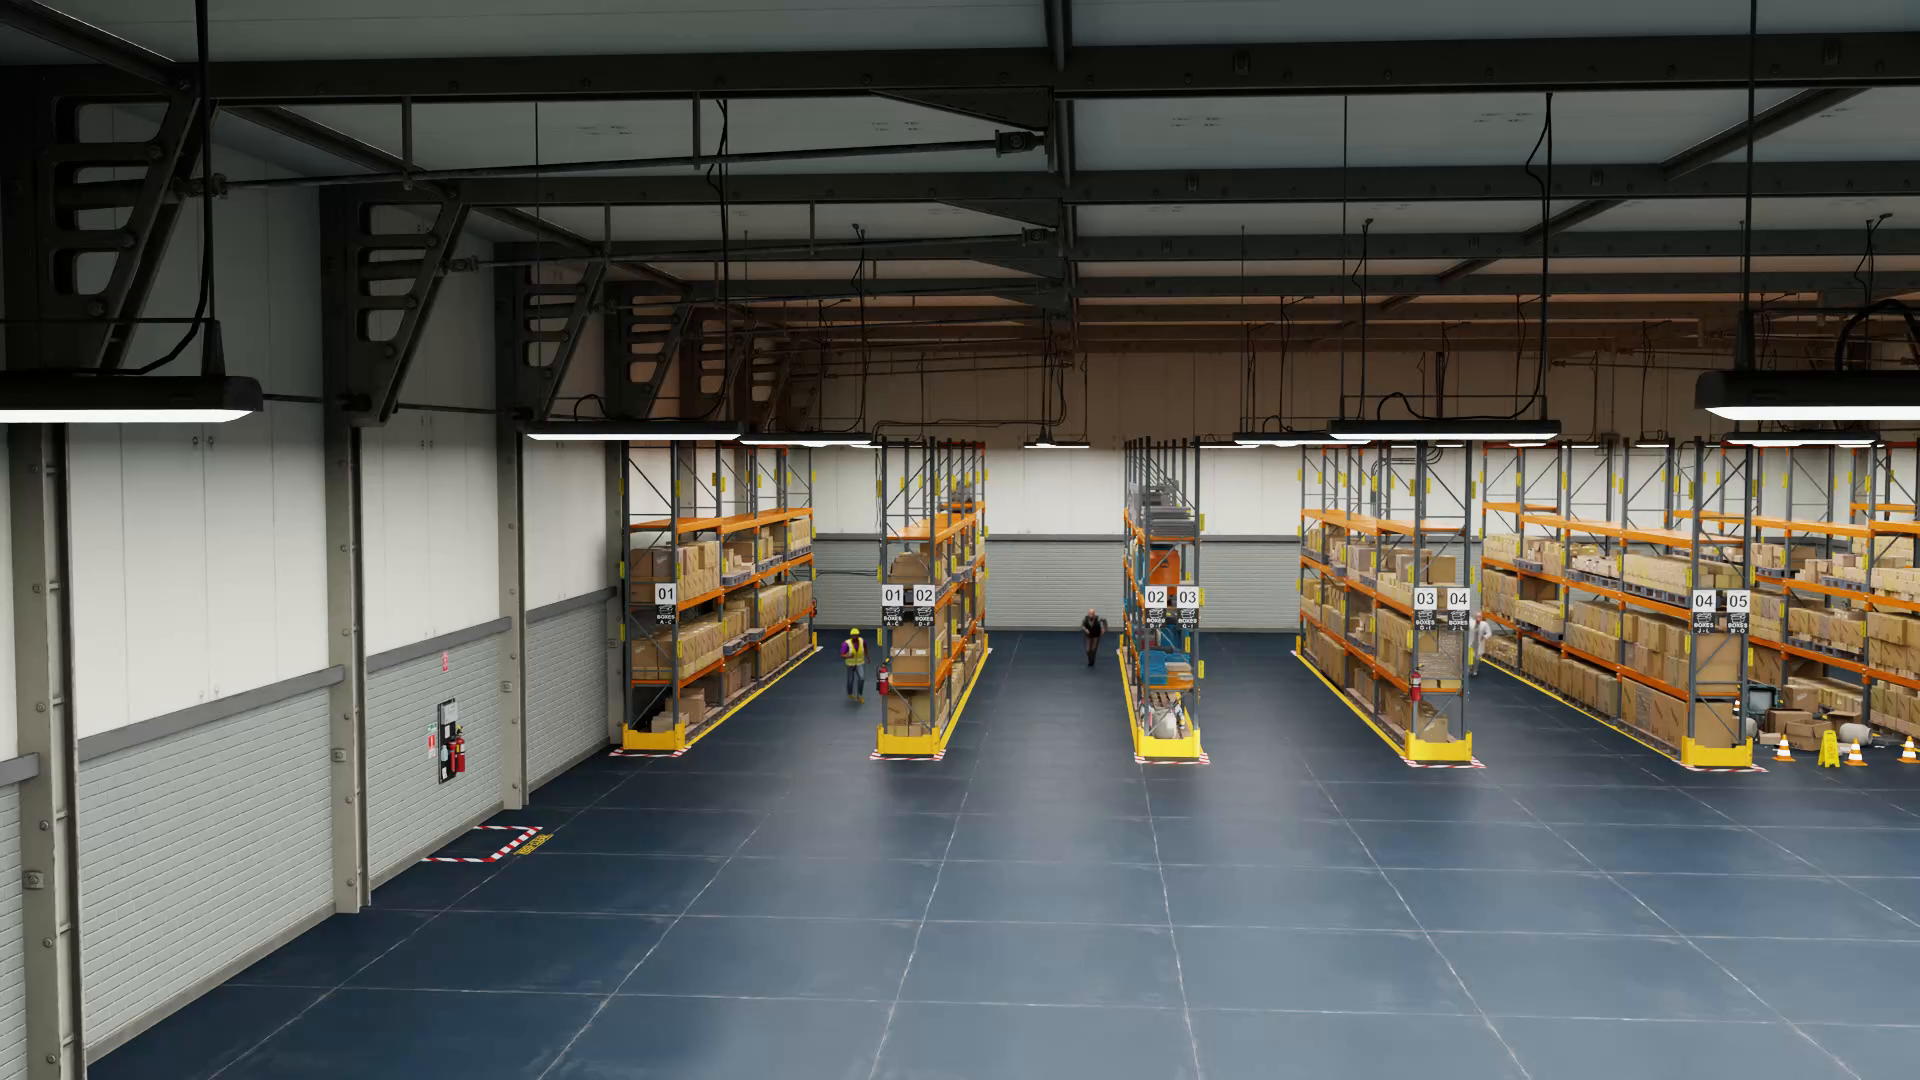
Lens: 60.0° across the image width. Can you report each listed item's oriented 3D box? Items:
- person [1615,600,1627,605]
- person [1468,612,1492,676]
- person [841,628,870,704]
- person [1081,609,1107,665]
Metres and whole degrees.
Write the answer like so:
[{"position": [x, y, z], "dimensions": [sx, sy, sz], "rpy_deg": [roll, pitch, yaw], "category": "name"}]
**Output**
[{"position": [18.666, 2.304, 47.220], "dimensions": [0.698, 1.783, 0.639], "rpy_deg": [0, 3, -4], "category": "person"}, {"position": [13.113, 2.699, 42.192], "dimensions": [0.709, 1.560, 1.001], "rpy_deg": [1, 3, 13], "category": "person"}, {"position": [-2.374, 2.849, 37.784], "dimensions": [0.717, 1.725, 0.990], "rpy_deg": [-1, 3, -13], "category": "person"}, {"position": [3.550, 2.585, 44.140], "dimensions": [0.694, 1.549, 0.851], "rpy_deg": [0, 3, 6], "category": "person"}]
